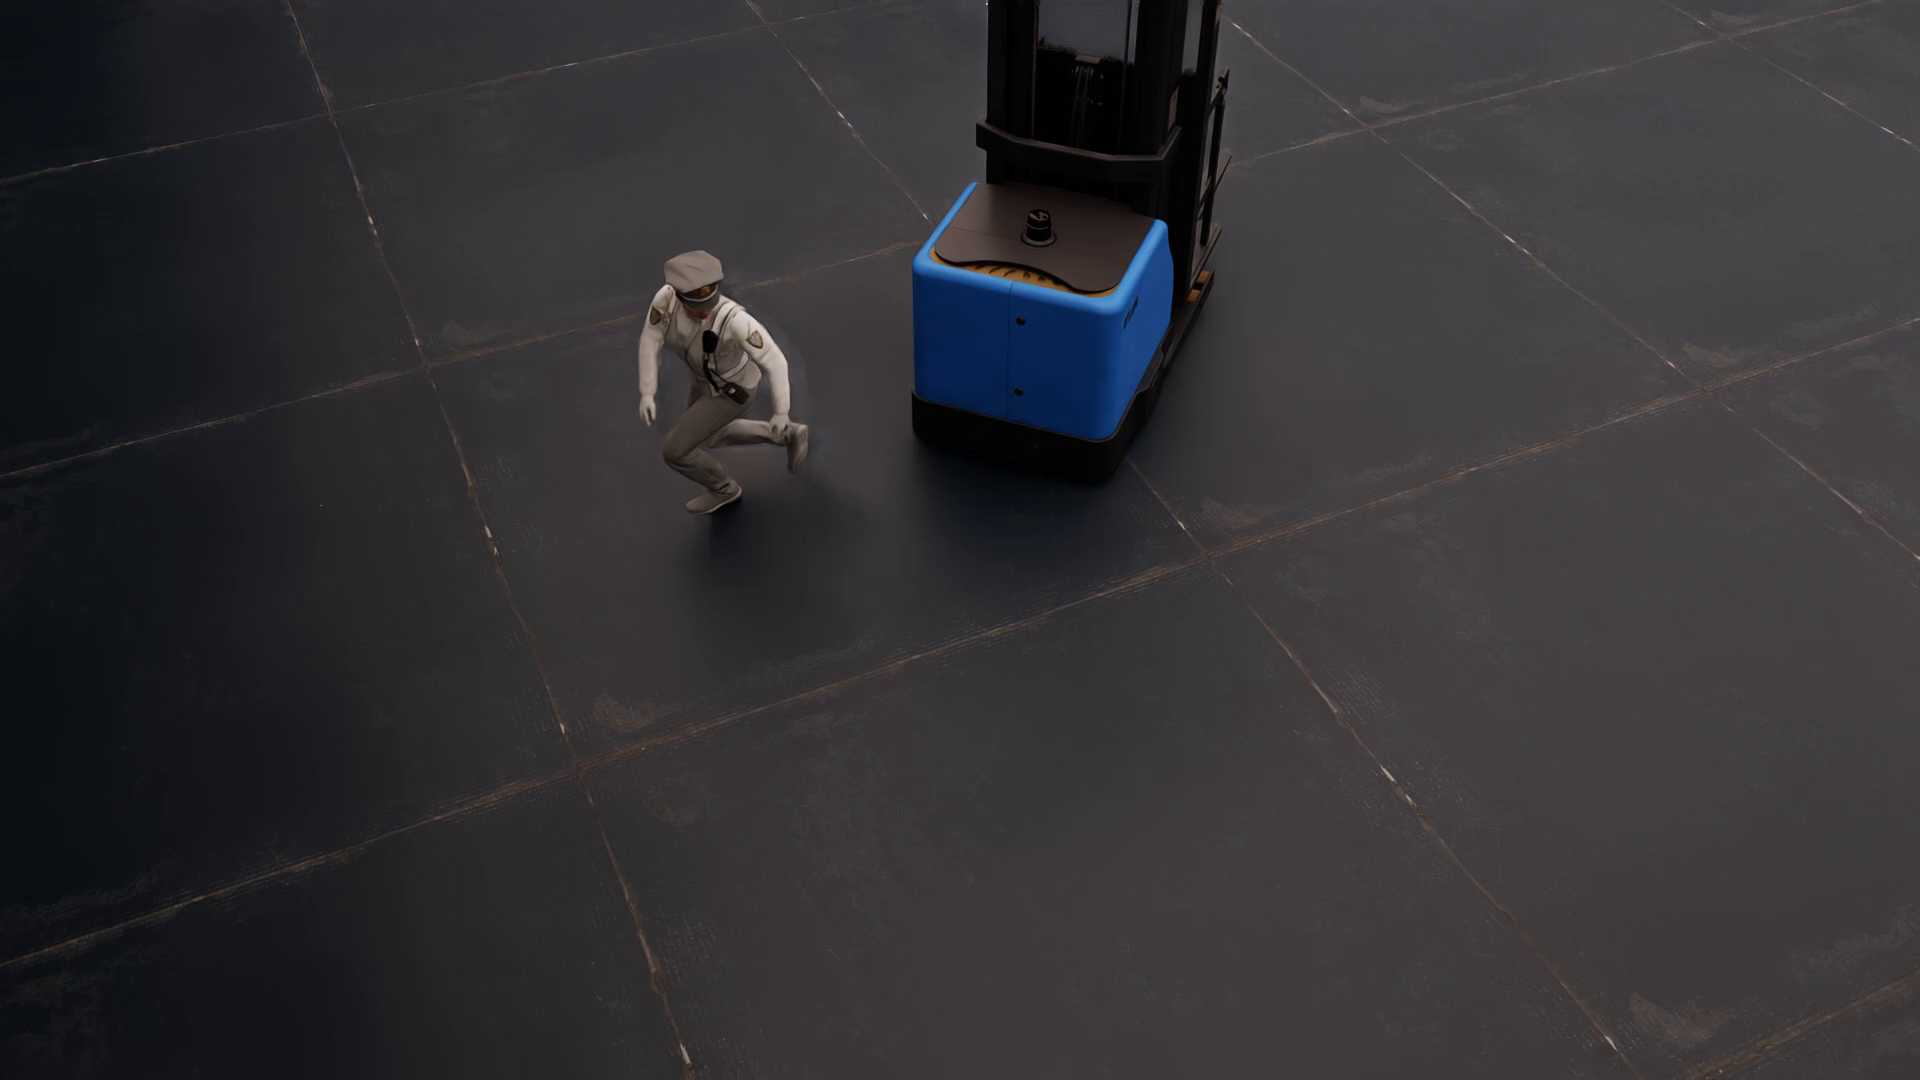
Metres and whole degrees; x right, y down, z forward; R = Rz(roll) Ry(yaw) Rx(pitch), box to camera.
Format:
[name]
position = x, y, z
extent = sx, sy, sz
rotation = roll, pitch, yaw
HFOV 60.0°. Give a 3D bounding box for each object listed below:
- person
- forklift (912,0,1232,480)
[person]
position = -1.048, -0.700, 7.550
extent = 0.775, 1.452, 0.573
rotation = -24, 48, -23
[forklift]
position = 0.770, -2.378, 8.228
extent = 1.130, 2.935, 3.031
rotation = 15, 45, 15
